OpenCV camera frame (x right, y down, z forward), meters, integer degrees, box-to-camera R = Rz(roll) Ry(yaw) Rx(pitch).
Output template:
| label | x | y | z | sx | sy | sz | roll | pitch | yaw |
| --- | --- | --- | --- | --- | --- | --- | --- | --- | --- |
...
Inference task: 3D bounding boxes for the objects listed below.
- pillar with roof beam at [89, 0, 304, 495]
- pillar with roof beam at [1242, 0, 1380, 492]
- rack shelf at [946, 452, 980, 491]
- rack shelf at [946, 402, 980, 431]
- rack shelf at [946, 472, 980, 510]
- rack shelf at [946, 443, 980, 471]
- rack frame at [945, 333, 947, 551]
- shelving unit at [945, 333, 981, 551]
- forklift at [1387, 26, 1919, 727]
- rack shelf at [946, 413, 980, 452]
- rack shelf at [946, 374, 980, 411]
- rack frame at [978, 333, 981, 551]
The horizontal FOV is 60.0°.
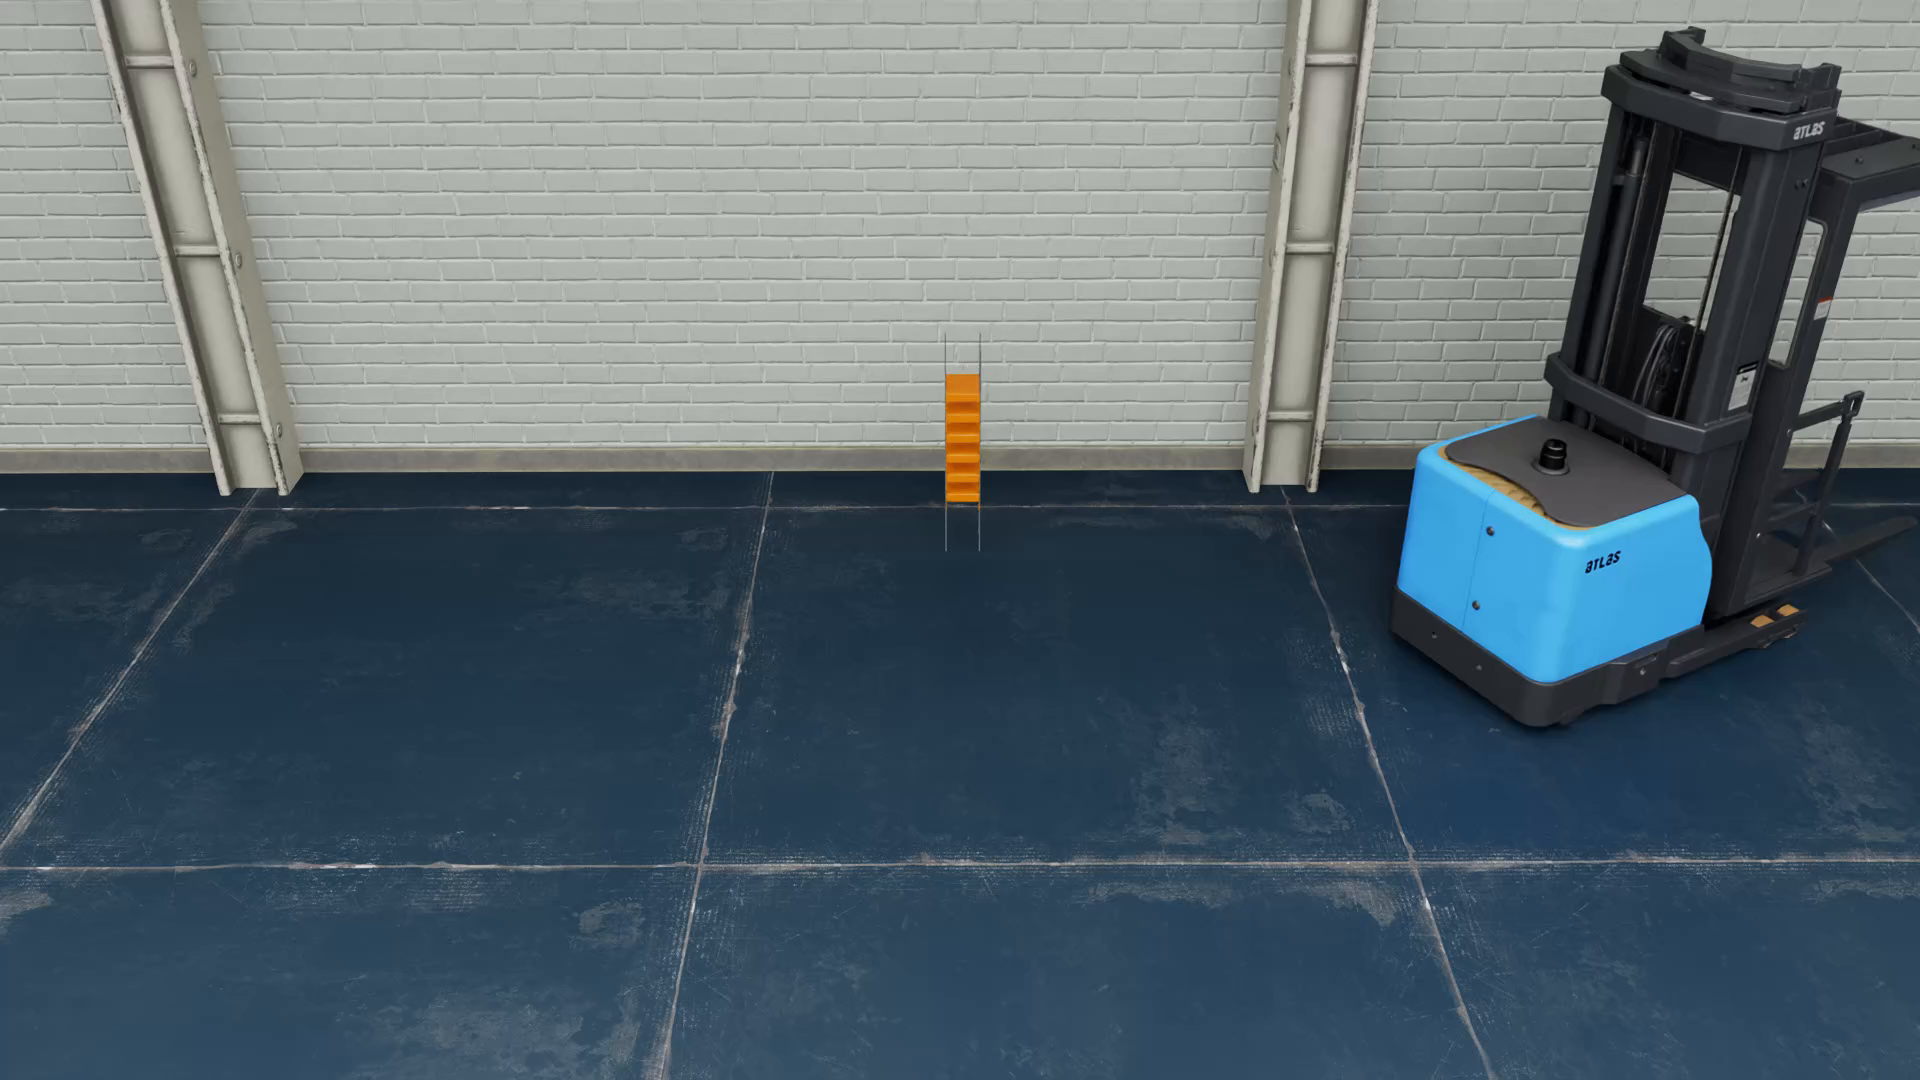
| label | x | y | z | sx | sy | sz | roll | pitch | yaw |
| --- | --- | --- | --- | --- | --- | --- | --- | --- | --- |
| pillar with roof beam | -4.085 | -1.955 | 3.797 | 0.400 | 9.000 | 9.100 | 0 | 31 | 0 |
| pillar with roof beam | 1.915 | -1.974 | 3.828 | 0.400 | 9.000 | 9.100 | 0 | 31 | 0 |
| rack shelf | 0.014 | -0.372 | 9.024 | 0.180 | 0.103 | 0.258 | 0 | 31 | 0 |
| rack shelf | 0.014 | -0.680 | 8.837 | 0.180 | 0.103 | 0.258 | 0 | 31 | 0 |
| rack shelf | 0.014 | -0.270 | 9.086 | 0.180 | 0.103 | 0.258 | 0 | 31 | 0 |
| rack shelf | 0.014 | -0.475 | 8.962 | 0.180 | 0.103 | 0.258 | 0 | 31 | 0 |
| rack frame | -0.077 | -0.513 | 8.938 | 0.006 | 1.200 | 0.240 | 0 | 31 | 0 |
| shelving unit | 0.014 | -0.513 | 8.939 | 0.189 | 1.200 | 0.258 | 0 | 31 | 0 |
| forklift | 3.700 | -0.929 | 7.956 | 3.031 | 2.935 | 1.130 | -16 | 35 | -25 |
| rack shelf | 0.014 | -0.578 | 8.900 | 0.180 | 0.103 | 0.258 | 0 | 31 | 0 |
| rack shelf | 0.014 | -0.783 | 8.775 | 0.180 | 0.103 | 0.258 | 0 | 31 | 0 |
| rack frame | 0.106 | -0.513 | 8.939 | 0.006 | 1.200 | 0.240 | 0 | 31 | 0 |
